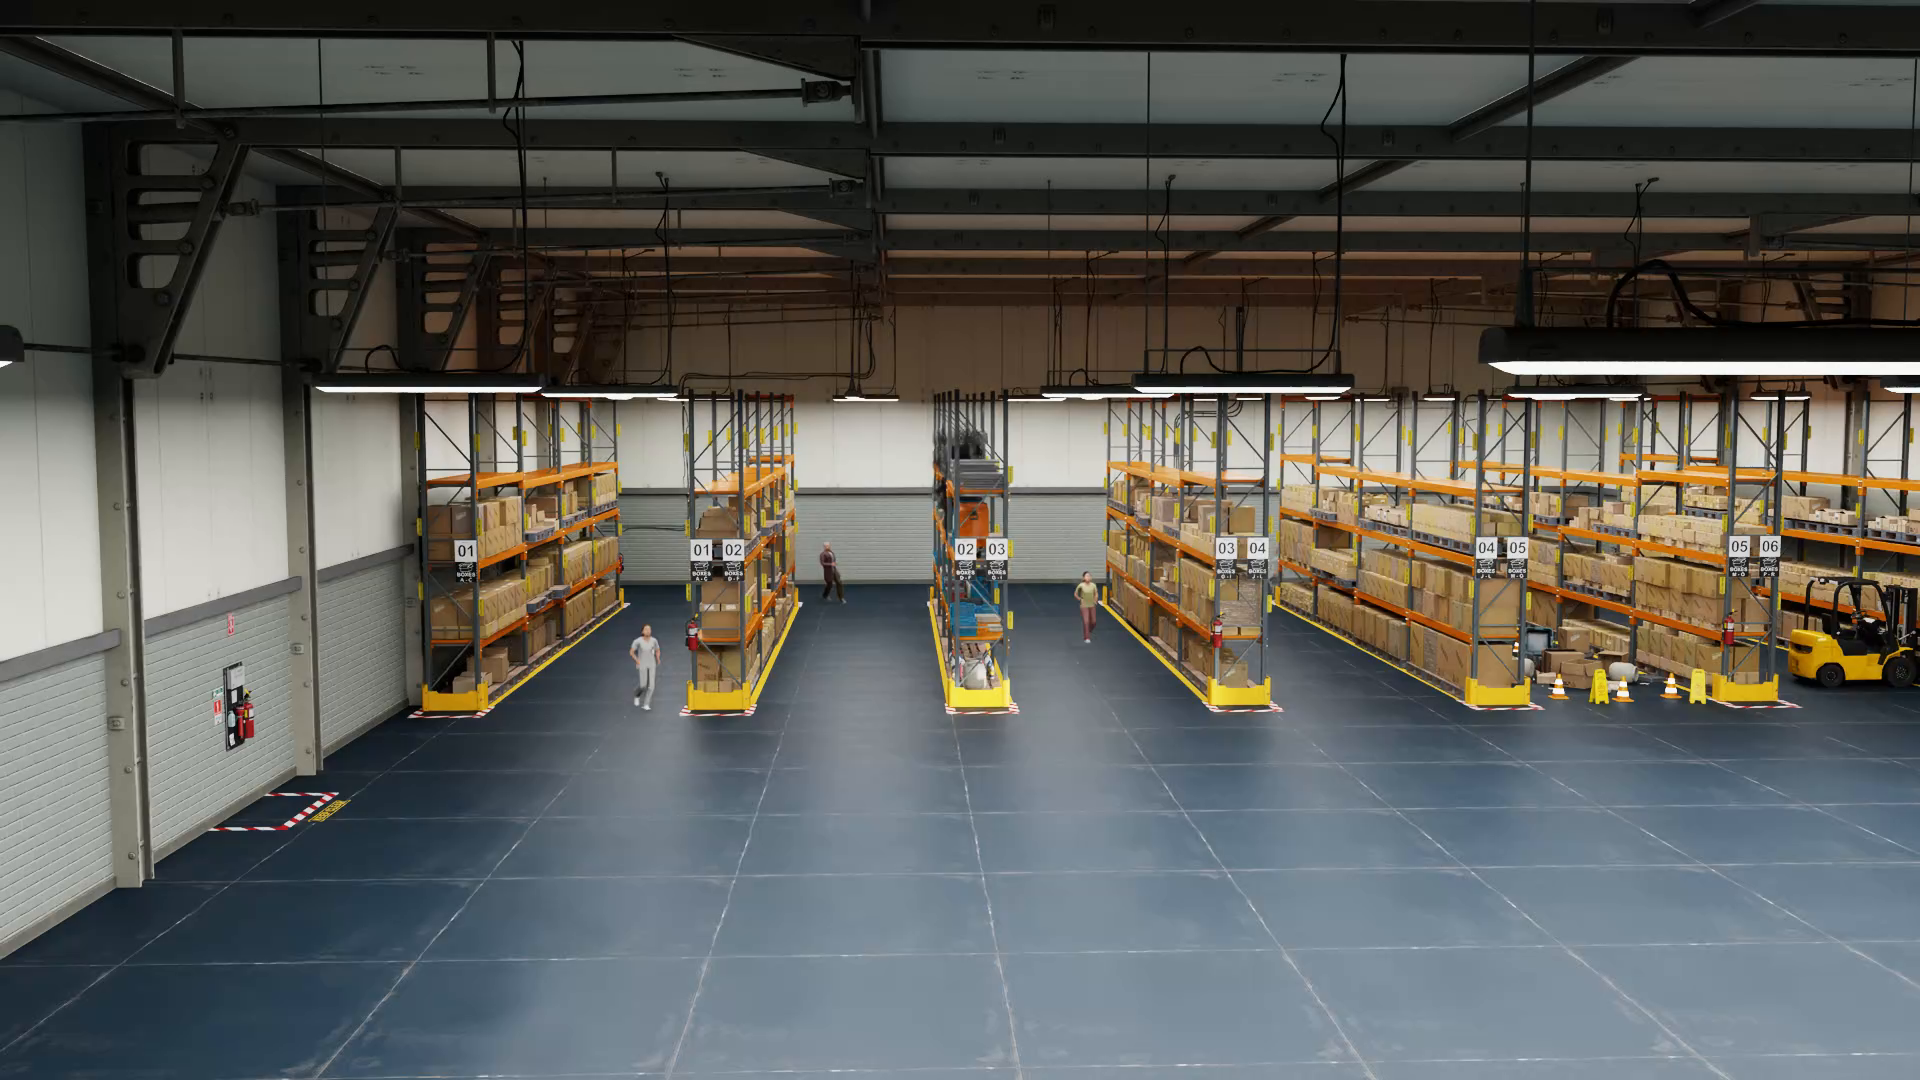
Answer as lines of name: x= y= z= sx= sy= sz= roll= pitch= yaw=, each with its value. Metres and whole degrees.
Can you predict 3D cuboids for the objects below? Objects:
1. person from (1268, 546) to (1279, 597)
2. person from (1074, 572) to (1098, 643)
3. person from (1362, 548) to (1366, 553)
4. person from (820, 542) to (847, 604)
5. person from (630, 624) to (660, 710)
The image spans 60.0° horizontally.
person: x=9.272 y=0.955 z=49.048 sx=0.523 sy=1.552 sz=0.599 roll=2 pitch=5 yaw=19
person: x=2.894 y=1.529 z=37.901 sx=0.563 sy=1.625 sz=0.521 roll=-1 pitch=5 yaw=-12
person: x=11.279 y=1.102 z=46.428 sx=0.537 sy=1.746 sz=0.827 roll=-1 pitch=5 yaw=-13
person: x=-3.722 y=0.986 z=47.669 sx=0.979 sy=1.694 sz=0.704 roll=4 pitch=6 yaw=41
person: x=-5.869 y=2.374 z=31.173 sx=0.562 sy=1.620 sz=0.570 roll=-3 pitch=5 yaw=-29
